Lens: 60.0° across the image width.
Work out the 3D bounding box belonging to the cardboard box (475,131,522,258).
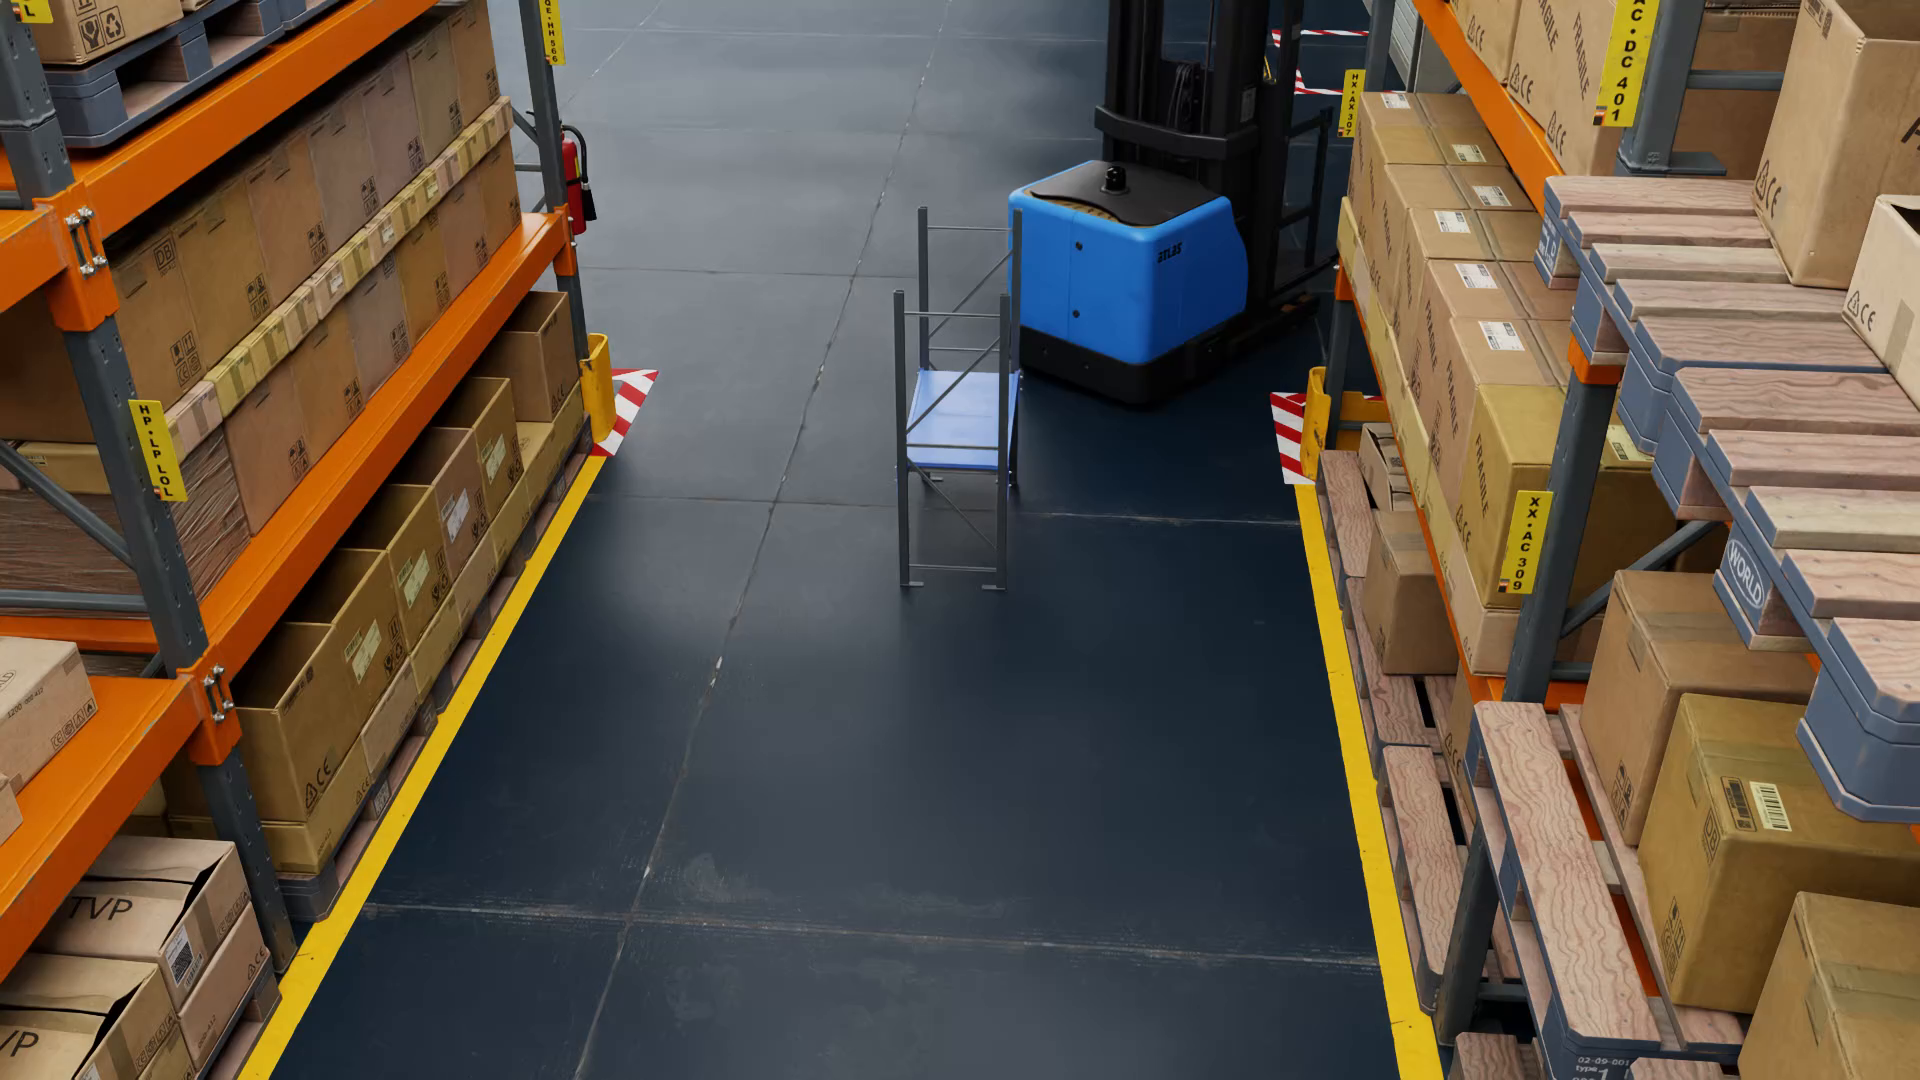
[{"bbox_3d":[-2.572,-1.704,8.060,0.700,0.500,0.500,2,32,4],"label":"cardboard box"}]

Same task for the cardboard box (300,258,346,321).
[{"bbox_3d":[-2.531,-0.938,6.200,0.380,0.149,0.250,2,32,3],"label":"cardboard box"}]

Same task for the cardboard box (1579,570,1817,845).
[{"bbox_3d":[2.016,0.431,4.177,0.700,0.500,0.500,3,32,4],"label":"cardboard box"}]

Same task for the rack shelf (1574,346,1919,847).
[{"bbox_3d":[1.928,0.471,2.453,1.077,0.370,4.000,2,32,4],"label":"rack shelf"}]

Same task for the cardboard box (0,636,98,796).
[{"bbox_3d":[-2.843,0.510,4.707,0.500,0.250,0.500,4,32,7],"label":"cardboard box"}]

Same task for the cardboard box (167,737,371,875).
[{"bbox_3d":[-2.506,0.949,6.072,0.500,0.250,0.500,2,32,4],"label":"cardboard box"}]

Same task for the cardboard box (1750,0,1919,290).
[{"bbox_3d":[1.967,-0.820,3.366,0.500,0.500,0.500,7,32,11],"label":"cardboard box"}]

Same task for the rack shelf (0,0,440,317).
[{"bbox_3d":[-2.684,-1.830,6.187,1.077,0.370,4.000,2,32,4],"label":"rack shelf"}]

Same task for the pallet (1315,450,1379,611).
[{"bbox_3d":[2.309,-0.045,8.122,1.003,0.211,1.213,2,32,4],"label":"pallet"}]

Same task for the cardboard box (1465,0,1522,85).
[{"bbox_3d":[1.947,-1.762,5.276,0.500,0.500,0.500,1,32,2],"label":"cardboard box"}]

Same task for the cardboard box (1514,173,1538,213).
[{"bbox_3d":[2.502,-1.170,6.699,0.500,0.500,0.500,2,32,3],"label":"cardboard box"}]

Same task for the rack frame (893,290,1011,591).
[{"bbox_3d":[-0.034,-0.417,7.498,0.500,1.500,0.032,2,32,4],"label":"rack frame"}]

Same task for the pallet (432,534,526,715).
[{"bbox_3d":[-2.643,0.320,7.529,1.003,0.211,1.213,2,32,4],"label":"pallet"}]

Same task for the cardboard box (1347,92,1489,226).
[{"bbox_3d":[2.078,-1.722,7.595,0.500,0.500,0.500,2,32,4],"label":"cardboard box"}]

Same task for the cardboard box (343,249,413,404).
[{"bbox_3d":[-2.695,-0.894,6.747,0.700,0.500,0.500,3,32,5],"label":"cardboard box"}]

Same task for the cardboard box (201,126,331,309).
[{"bbox_3d":[-2.735,-1.167,5.952,0.700,0.500,0.500,2,32,4],"label":"cardboard box"}]

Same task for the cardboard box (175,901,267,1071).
[{"bbox_3d":[-2.591,1.408,5.327,0.500,0.250,0.500,2,32,4],"label":"cardboard box"}]

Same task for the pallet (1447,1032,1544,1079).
[{"bbox_3d":[2.029,1.991,4.819,1.003,0.211,1.213,2,32,4],"label":"pallet"}]

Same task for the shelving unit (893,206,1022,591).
[{"bbox_3d":[0.007,-0.683,7.929,0.538,1.500,1.048,2,32,4],"label":"shelving unit"}]

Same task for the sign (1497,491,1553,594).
[{"bbox_3d":[1.550,0.009,4.552,0.100,0.325,0.005,2,32,4],"label":"sign"}]

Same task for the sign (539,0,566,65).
[{"bbox_3d":[-1.981,-2.468,8.067,0.100,0.325,0.005,2,32,4],"label":"sign"}]

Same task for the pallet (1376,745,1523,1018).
[{"bbox_3d":[2.111,1.231,6.052,1.003,0.211,1.213,2,32,4],"label":"pallet"}]

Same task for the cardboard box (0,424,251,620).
[{"bbox_3d":[-2.817,-0.088,5.439,0.700,0.500,0.500,2,32,3],"label":"cardboard box"}]

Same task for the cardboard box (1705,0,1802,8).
[{"bbox_3d":[1.862,-1.631,4.111,0.500,0.500,0.500,0,32,0],"label":"cardboard box"}]

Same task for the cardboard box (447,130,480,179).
[{"bbox_3d":[-2.403,-1.745,7.509,0.380,0.149,0.250,2,32,3],"label":"cardboard box"}]

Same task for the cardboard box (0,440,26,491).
[{"bbox_3d":[-3.038,-0.283,5.137,0.380,0.149,0.250,2,32,4],"label":"cardboard box"}]

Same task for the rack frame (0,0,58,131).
[{"bbox_3d":[-2.846,-2.367,3.514,1.000,3.000,0.127,2,32,4],"label":"rack frame"}]

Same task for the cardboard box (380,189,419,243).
[{"bbox_3d":[-2.466,-1.339,6.849,0.380,0.149,0.250,3,32,5],"label":"cardboard box"}]

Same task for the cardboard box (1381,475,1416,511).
[{"bbox_3d":[2.224,-0.082,7.667,0.500,0.311,0.500,5,32,8],"label":"cardboard box"}]

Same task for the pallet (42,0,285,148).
[{"bbox_3d":[-2.803,-1.500,5.050,1.003,0.211,1.213,2,32,4],"label":"pallet"}]

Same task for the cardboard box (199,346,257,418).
[{"bbox_3d":[-2.592,-0.531,5.538,0.380,0.149,0.250,2,32,3],"label":"cardboard box"}]

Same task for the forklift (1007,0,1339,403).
[{"bbox_3d":[1.617,-2.707,9.849,1.130,2.935,3.031,25,40,35],"label":"forklift"}]

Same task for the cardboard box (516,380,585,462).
[{"bbox_3d":[-2.270,-0.620,8.618,0.500,0.250,0.500,2,32,4],"label":"cardboard box"}]

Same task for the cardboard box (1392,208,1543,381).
[{"bbox_3d":[1.950,-0.924,6.299,0.500,0.500,0.500,3,32,6],"label":"cardboard box"}]

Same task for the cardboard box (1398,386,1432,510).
[{"bbox_3d":[1.902,-0.333,6.055,0.500,0.250,0.500,2,32,4],"label":"cardboard box"}]

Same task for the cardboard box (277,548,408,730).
[{"bbox_3d":[-2.464,0.368,6.299,0.500,0.500,0.500,2,32,4],"label":"cardboard box"}]

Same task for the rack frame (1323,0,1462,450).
[{"bbox_3d":[2.417,-1.695,8.142,1.000,3.000,0.127,2,32,4],"label":"rack frame"}]

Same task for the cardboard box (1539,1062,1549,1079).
[{"bbox_3d":[2.048,1.659,4.662,0.700,0.500,0.500,3,32,6],"label":"cardboard box"}]

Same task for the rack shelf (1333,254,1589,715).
[{"bbox_3d":[2.254,-0.343,6.633,1.077,0.370,4.000,2,32,4],"label":"rack shelf"}]

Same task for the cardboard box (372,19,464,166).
[{"bbox_3d":[-2.613,-1.953,7.229,0.700,0.500,0.500,2,32,3],"label":"cardboard box"}]

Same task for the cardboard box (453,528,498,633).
[{"bbox_3d":[-2.380,0.165,7.344,0.500,0.250,0.500,2,32,4],"label":"cardboard box"}]

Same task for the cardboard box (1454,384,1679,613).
[{"bbox_3d":[1.821,-0.128,5.008,0.500,0.500,0.500,2,32,4],"label":"cardboard box"}]

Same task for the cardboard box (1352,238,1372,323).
[{"bbox_3d":[2.033,-1.126,7.342,0.500,0.250,0.500,2,32,2],"label":"cardboard box"}]

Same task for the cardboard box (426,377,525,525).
[{"bbox_3d":[-2.335,-0.416,7.571,0.500,0.500,0.500,2,32,4],"label":"cardboard box"}]
